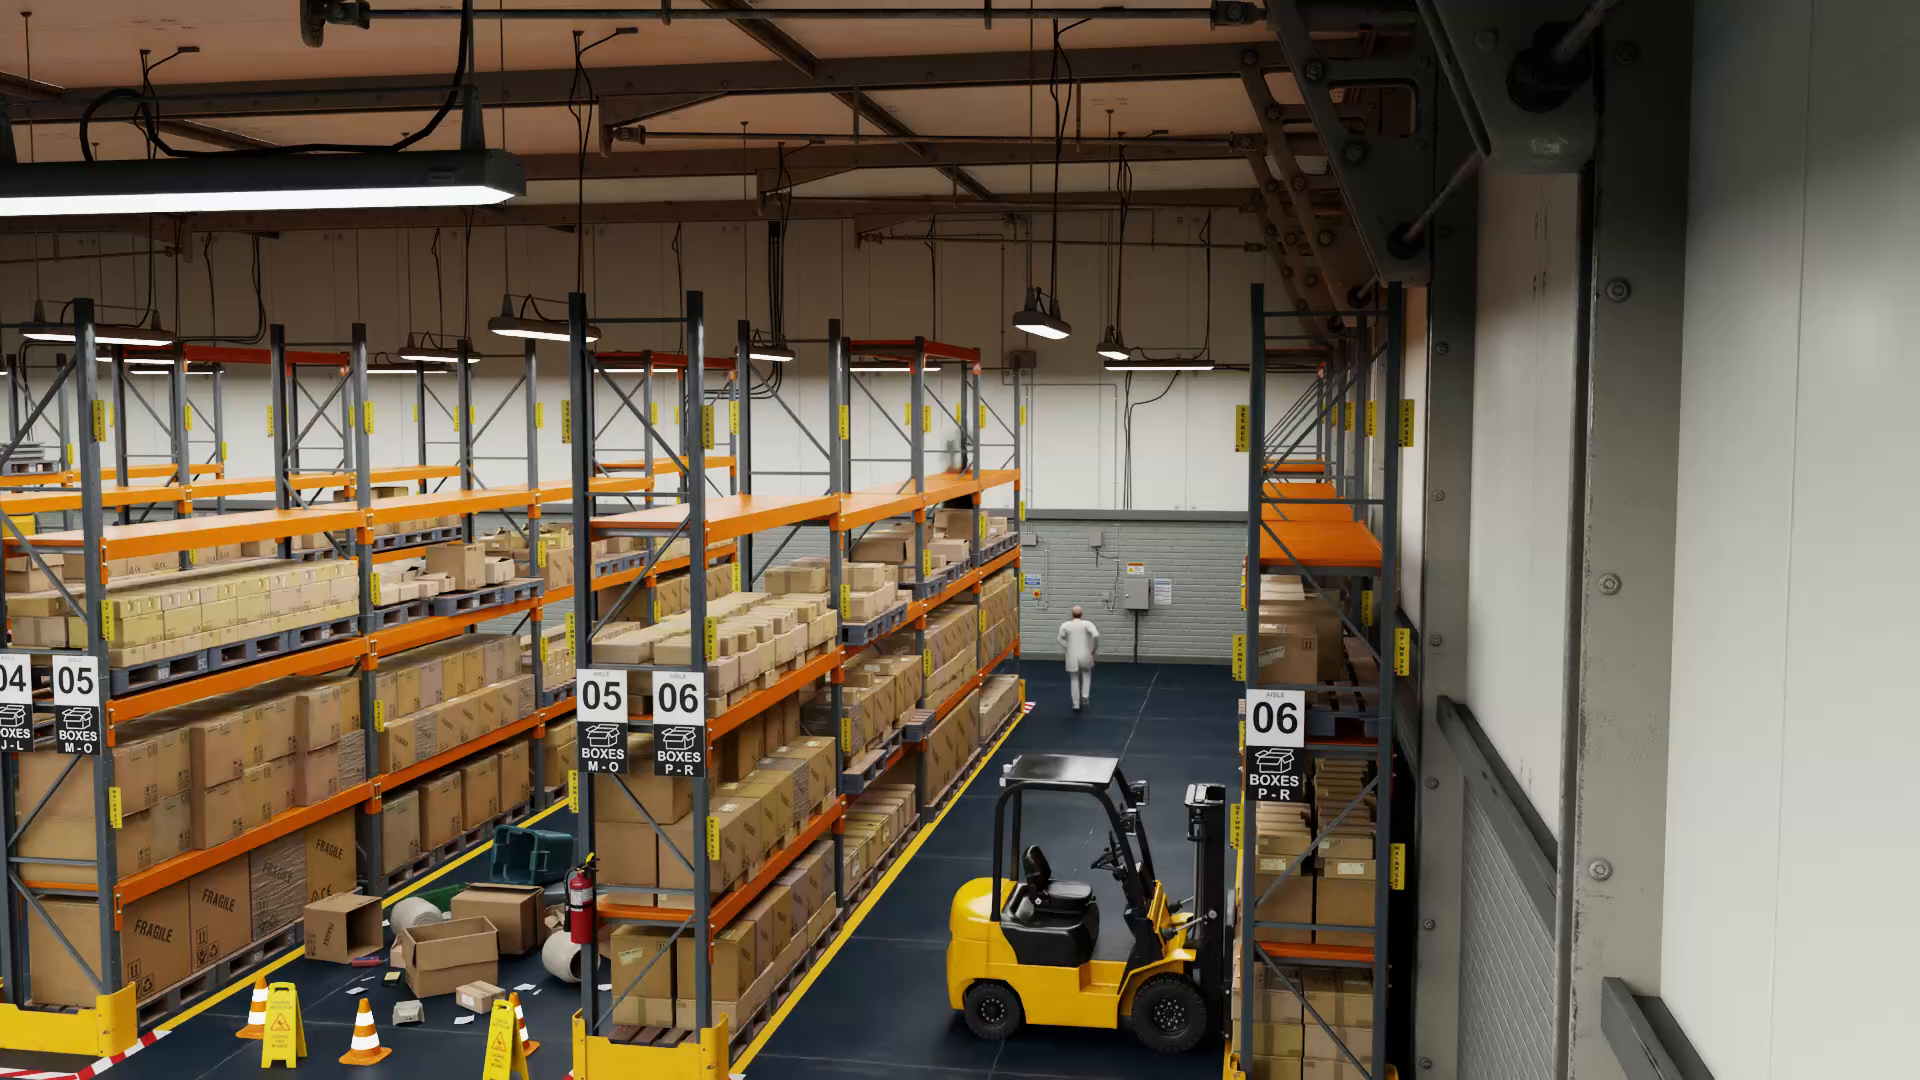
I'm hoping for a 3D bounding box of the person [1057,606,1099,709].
[{"bbox_3d":[2.015,2.025,28.293,0.721,1.809,0.722,1,5,7],"label":"person"}]
